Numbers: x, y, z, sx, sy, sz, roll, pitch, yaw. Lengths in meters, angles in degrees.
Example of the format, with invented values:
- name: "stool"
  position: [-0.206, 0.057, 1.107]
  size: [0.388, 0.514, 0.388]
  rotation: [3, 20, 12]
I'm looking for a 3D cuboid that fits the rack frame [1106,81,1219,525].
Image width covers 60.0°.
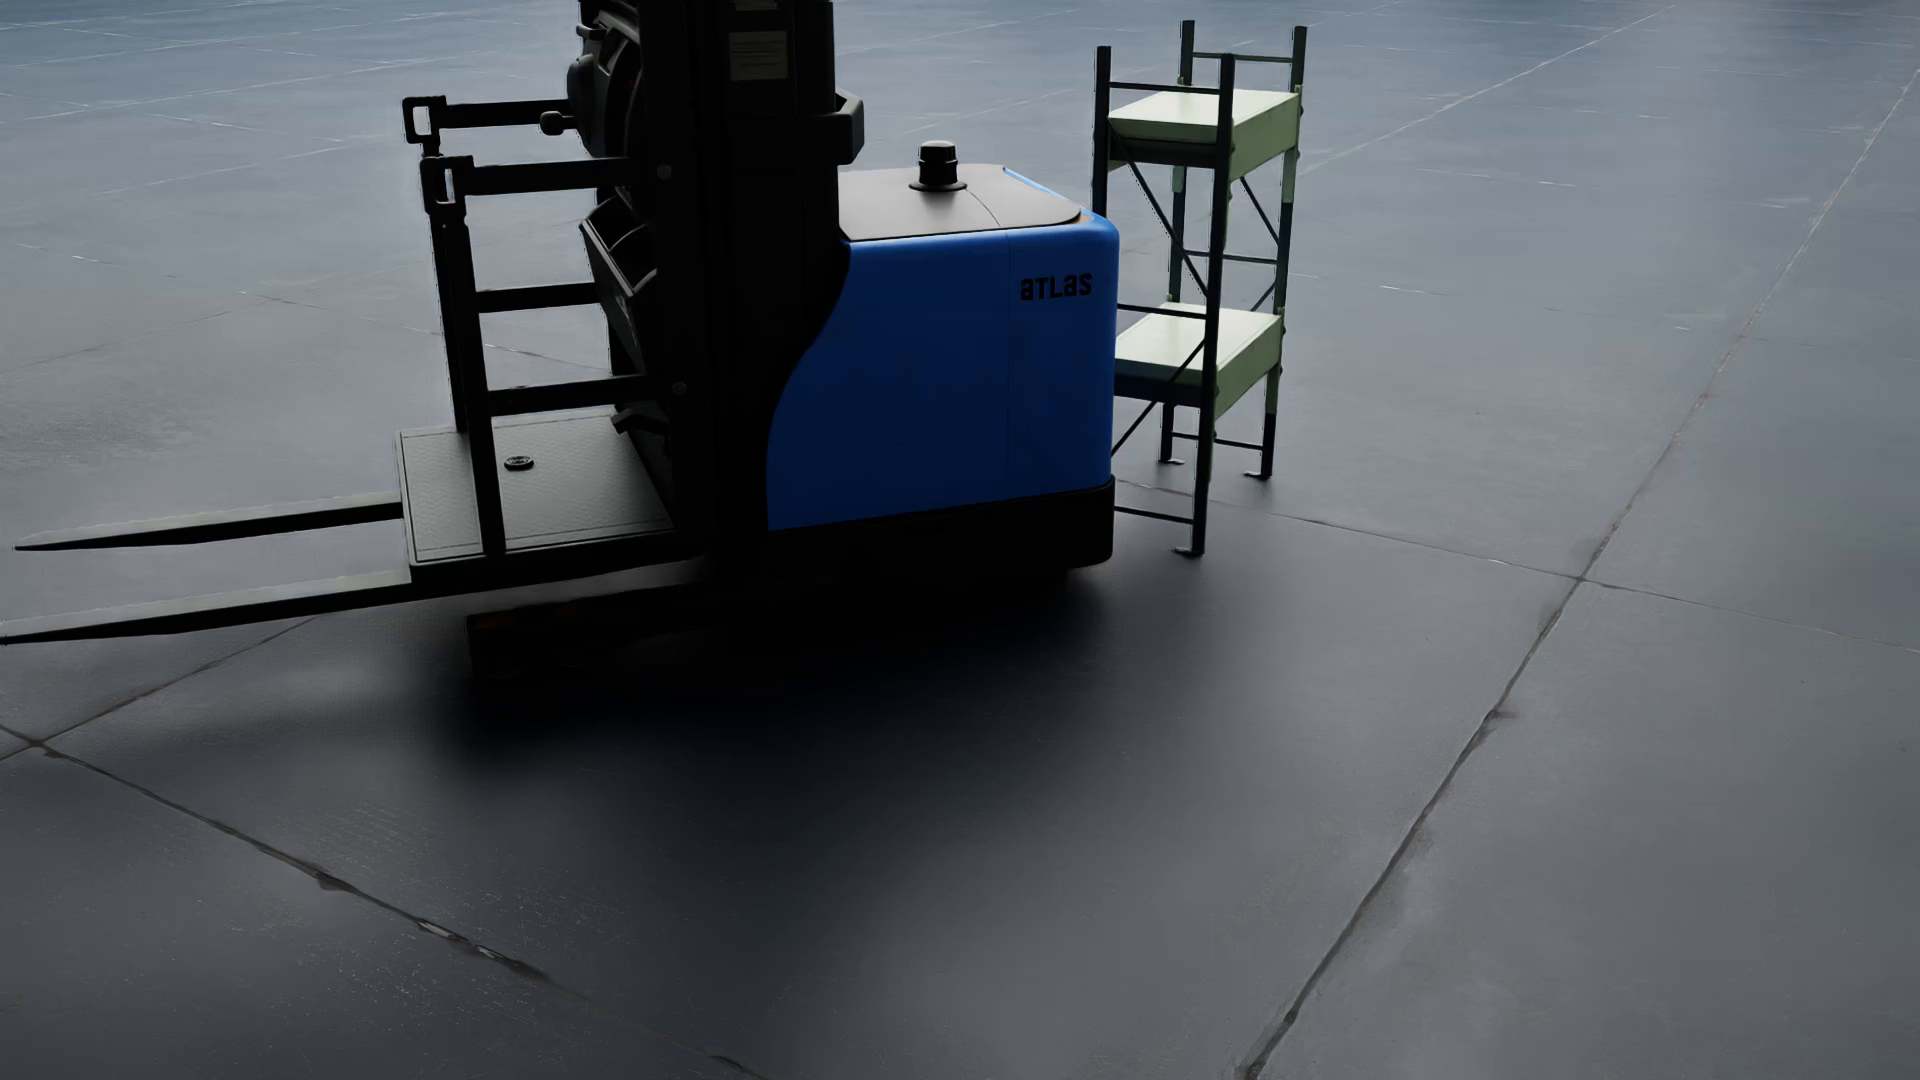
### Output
- name: "rack frame"
  position: [0.573, -0.677, 4.925]
  size: [0.380, 1.308, 0.010]
  rotation: [11, 26, 24]

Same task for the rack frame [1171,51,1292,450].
- name: "rack frame"
  position: [0.895, -0.938, 5.528]
  size: [0.380, 1.308, 0.010]
  rotation: [11, 26, 24]

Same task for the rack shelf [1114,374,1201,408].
- name: "rack shelf"
  position: [0.733, -0.574, 5.328]
  size: [0.332, 0.071, 0.664]
  rotation: [11, 26, 24]

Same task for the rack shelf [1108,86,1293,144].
- name: "rack shelf"
  position: [0.733, -1.288, 5.019]
  size: [0.368, 0.052, 0.686]
  rotation: [11, 26, 24]

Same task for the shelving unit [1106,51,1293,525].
- name: "shelving unit"
  position: [0.734, -0.807, 5.227]
  size: [0.380, 1.308, 0.742]
  rotation: [11, 26, 24]

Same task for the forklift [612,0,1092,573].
- name: "forklift"
  position: [-1.120, -1.218, 4.374]
  size: [3.031, 2.935, 1.109]
  rotation: [-8, 25, -18]
